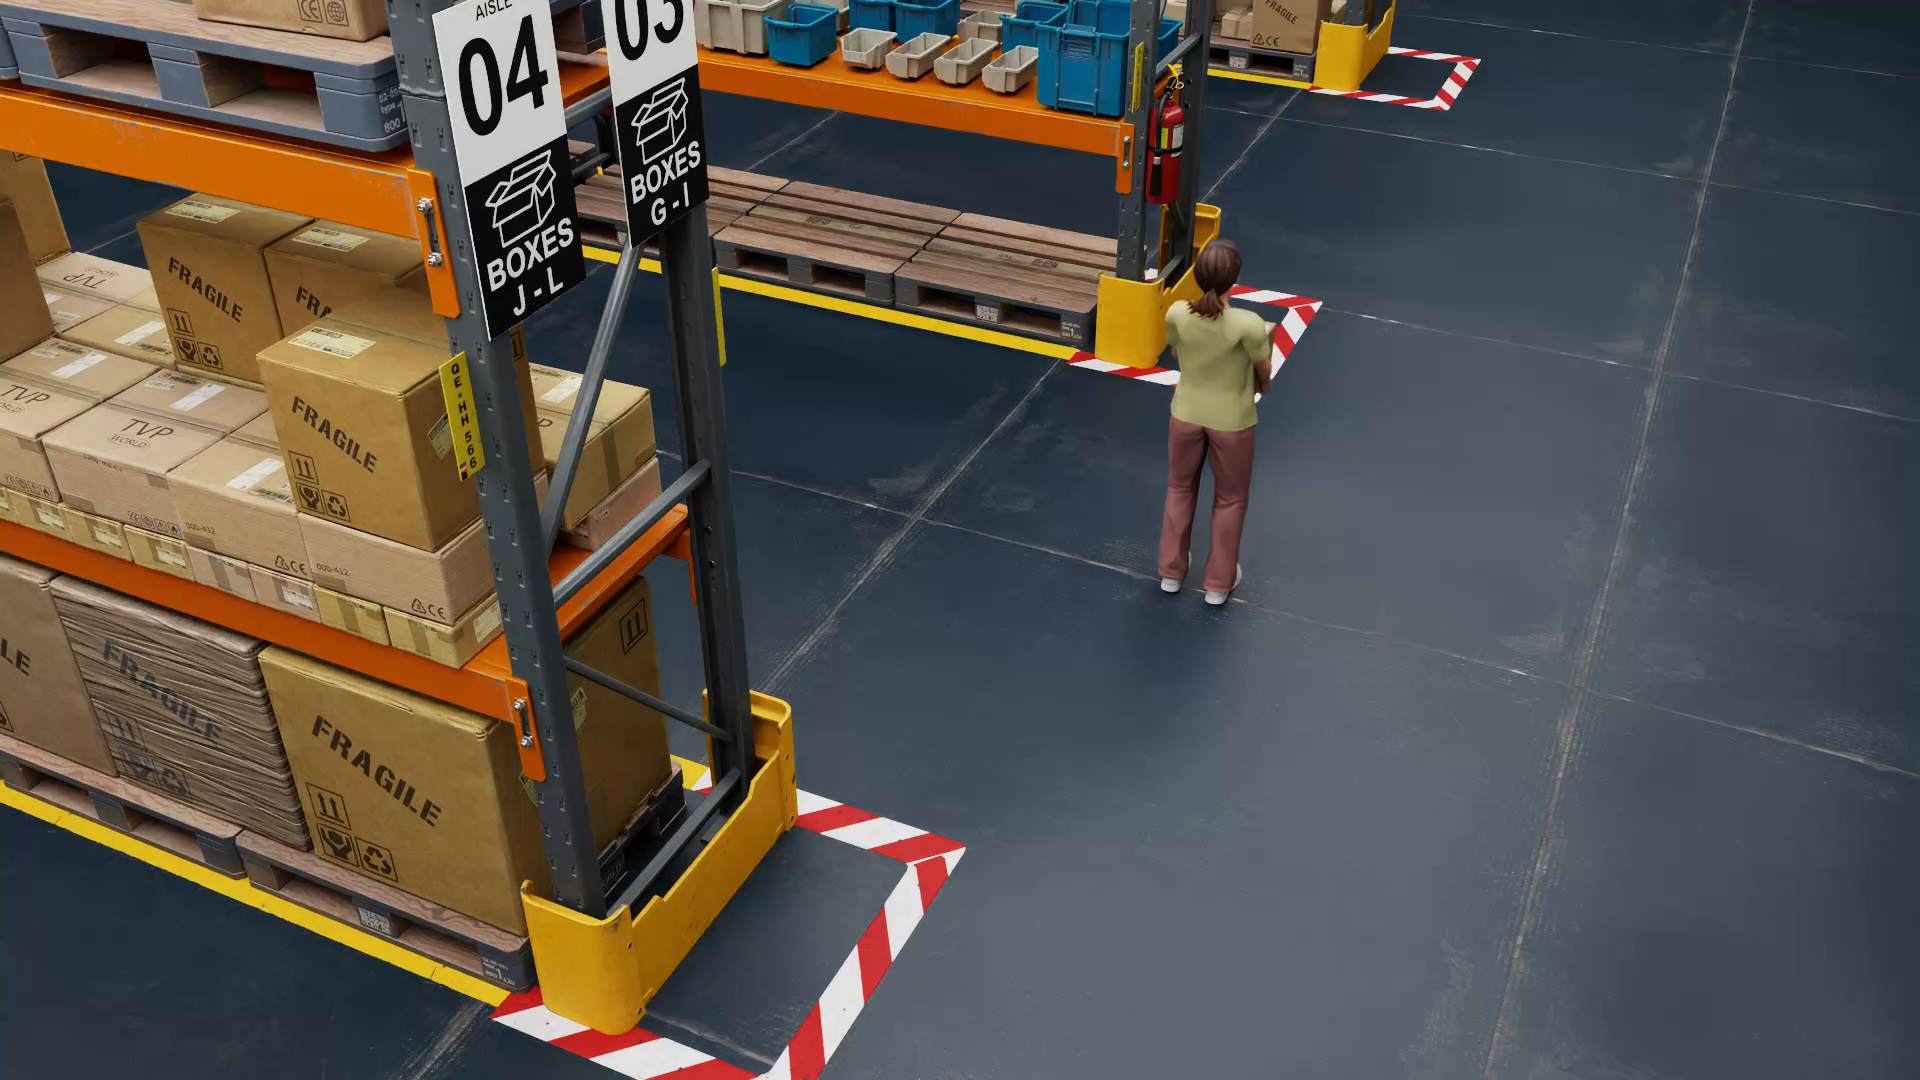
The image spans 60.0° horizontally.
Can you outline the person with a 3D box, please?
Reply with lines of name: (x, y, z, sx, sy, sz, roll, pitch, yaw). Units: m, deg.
person: (1.062, -0.521, 6.929, 0.428, 1.663, 0.551, 14, 36, 20)
